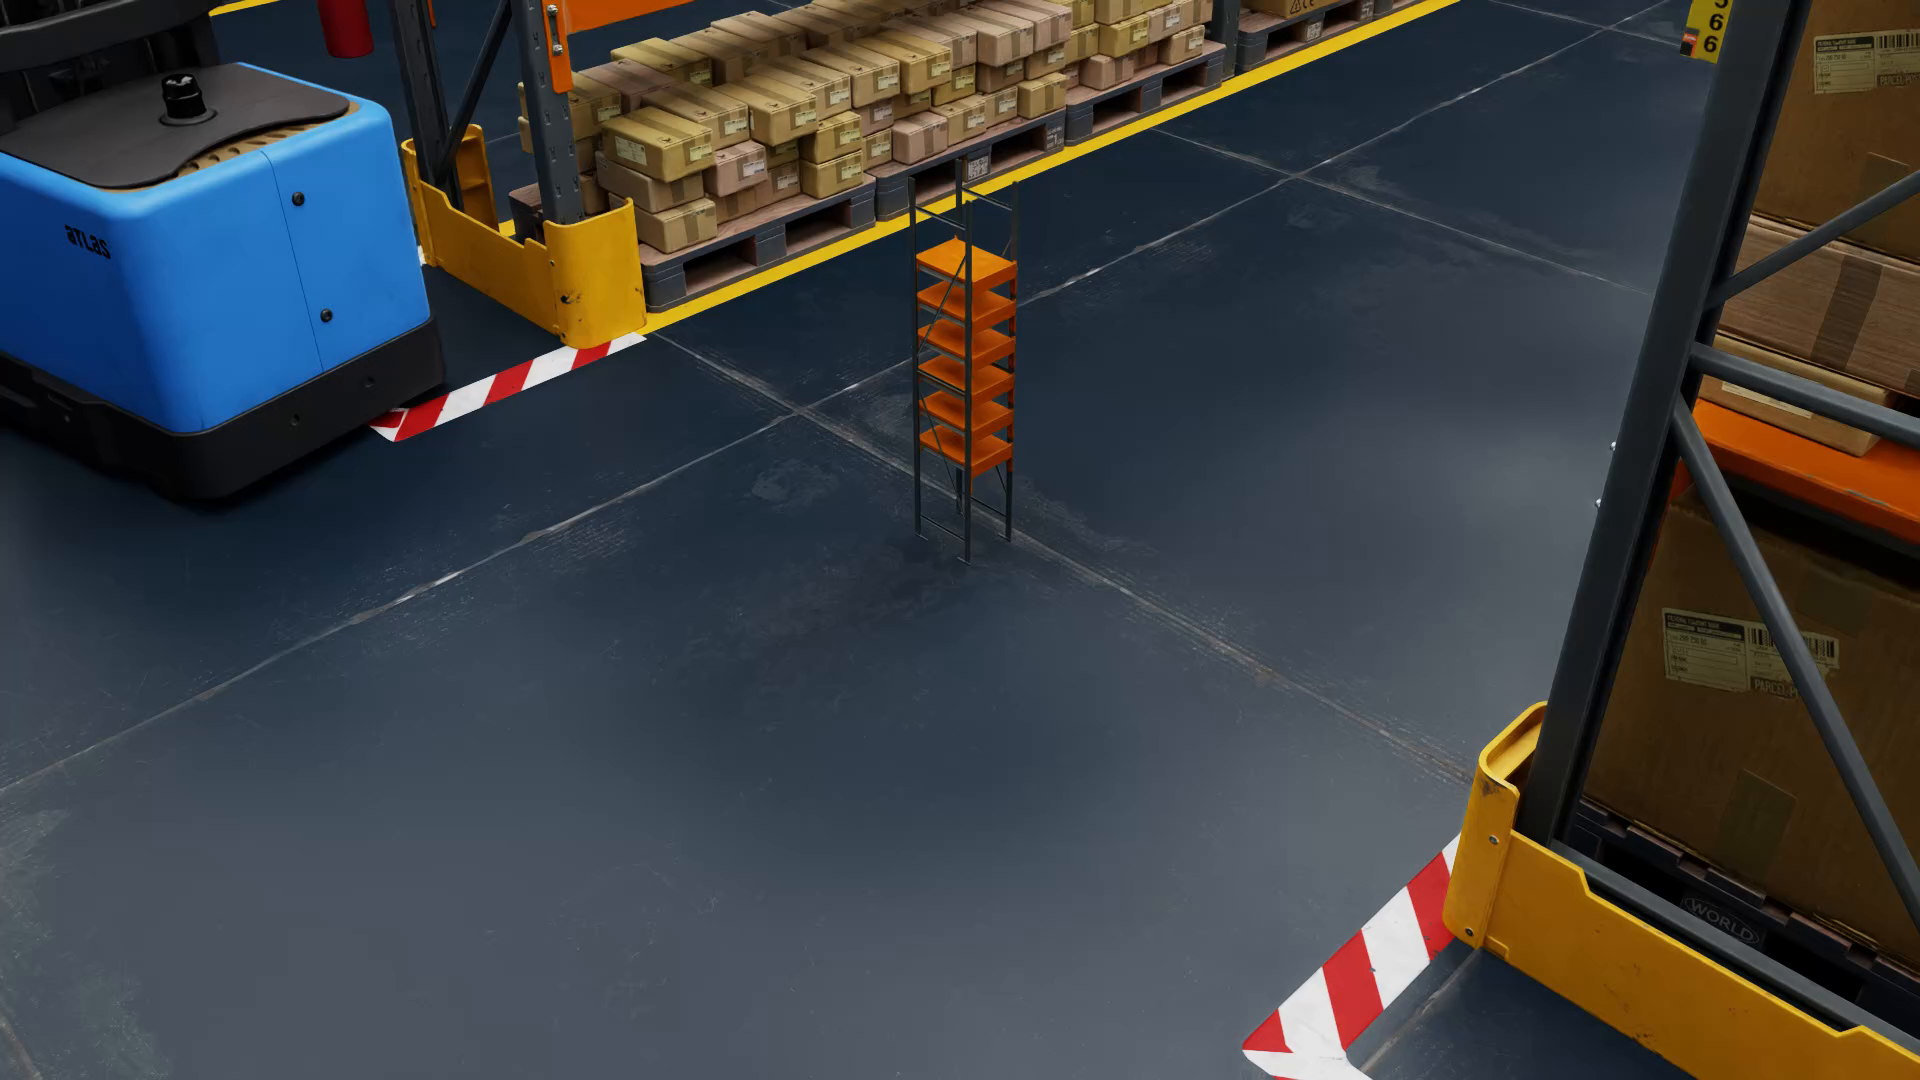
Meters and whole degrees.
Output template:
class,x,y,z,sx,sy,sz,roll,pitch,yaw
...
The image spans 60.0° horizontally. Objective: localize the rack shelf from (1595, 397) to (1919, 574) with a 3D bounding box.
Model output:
class,x,y,z,sx,sy,sz,roll,pitch,yaw
rack shelf,3.081,-0.685,4.239,1.077,0.370,4.000,30,45,35

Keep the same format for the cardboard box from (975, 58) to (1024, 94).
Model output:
class,x,y,z,sx,sy,sz,roll,pitch,yaw
cardboard box,0.072,-2.196,7.642,0.380,0.149,0.250,27,43,33

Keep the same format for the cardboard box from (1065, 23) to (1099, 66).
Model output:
class,x,y,z,sx,sy,sz,roll,pitch,yaw
cardboard box,0.441,-2.408,7.946,0.250,0.149,0.380,-29,44,-35

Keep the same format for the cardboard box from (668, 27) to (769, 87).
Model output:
class,x,y,z,sx,sy,sz,roll,pitch,yaw
cardboard box,-1.046,-2.087,7.226,0.380,0.149,0.250,28,43,34

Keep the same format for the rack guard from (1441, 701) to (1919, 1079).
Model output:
class,x,y,z,sx,sy,sz,roll,pitch,yaw
rack guard,1.655,0.867,3.570,1.175,0.500,0.348,30,45,35

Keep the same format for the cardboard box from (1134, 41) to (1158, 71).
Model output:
class,x,y,z,sx,sy,sz,roll,pitch,yaw
cardboard box,0.764,-2.467,8.290,0.250,0.149,0.380,-29,44,-34

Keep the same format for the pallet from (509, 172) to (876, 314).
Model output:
class,x,y,z,sx,sy,sz,roll,pitch,yaw
pallet,-1.126,-1.411,7.089,1.003,0.211,1.213,30,45,35

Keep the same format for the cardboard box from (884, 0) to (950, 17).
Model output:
class,x,y,z,sx,sy,sz,roll,pitch,yaw
cardboard box,-0.266,-2.483,7.793,0.380,0.149,0.250,28,43,34

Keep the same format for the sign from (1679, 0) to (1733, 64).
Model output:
class,x,y,z,sx,sy,sz,roll,pitch,yaw
sign,1.296,-0.965,2.792,0.100,0.325,0.005,30,45,35

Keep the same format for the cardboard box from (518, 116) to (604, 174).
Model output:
class,x,y,z,sx,sy,sz,roll,pitch,yaw
cardboard box,-1.608,-1.663,6.877,0.380,0.149,0.250,28,44,34

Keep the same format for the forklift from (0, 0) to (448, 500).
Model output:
class,x,y,z,sx,sy,sz,roll,pitch,yaw
forklift,-3.347,-1.982,5.530,3.031,2.935,1.130,21,40,27

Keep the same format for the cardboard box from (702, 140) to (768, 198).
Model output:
class,x,y,z,sx,sy,sz,roll,pitch,yaw
cardboard box,-0.993,-1.531,6.688,0.380,0.149,0.250,29,44,35

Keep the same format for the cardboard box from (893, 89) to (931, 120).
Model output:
class,x,y,z,sx,sy,sz,roll,pitch,yaw
cardboard box,-0.344,-1.999,7.360,0.250,0.149,0.380,-27,43,-33

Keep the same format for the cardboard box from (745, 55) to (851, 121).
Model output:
class,x,y,z,sx,sy,sz,roll,pitch,yaw
cardboard box,-0.673,-1.876,6.923,0.380,0.149,0.250,27,43,33

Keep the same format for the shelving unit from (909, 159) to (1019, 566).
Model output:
class,x,y,z,sx,sy,sz,roll,pitch,yaw
shelving unit,0.010,-0.498,4.915,0.258,1.200,0.189,30,45,35

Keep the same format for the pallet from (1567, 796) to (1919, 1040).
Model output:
class,x,y,z,sx,sy,sz,roll,pitch,yaw
pallet,2.179,0.619,4.178,1.003,0.211,1.213,30,45,35

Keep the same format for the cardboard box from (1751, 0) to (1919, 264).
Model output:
class,x,y,z,sx,sy,sz,roll,pitch,yaw
cardboard box,1.828,-0.840,3.048,0.500,0.500,0.500,-29,44,-35

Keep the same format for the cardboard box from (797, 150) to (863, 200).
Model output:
class,x,y,z,sx,sy,sz,roll,pitch,yaw
cardboard box,-0.626,-1.597,7.043,0.250,0.149,0.380,-29,44,-35

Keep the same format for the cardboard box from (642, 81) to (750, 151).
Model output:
class,x,y,z,sx,sy,sz,roll,pitch,yaw
cardboard box,-1.058,-1.692,6.658,0.250,0.149,0.380,-29,44,-35

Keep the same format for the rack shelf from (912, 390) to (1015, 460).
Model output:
class,x,y,z,sx,sy,sz,roll,pitch,yaw
rack shelf,0.010,-0.363,5.009,0.258,0.103,0.180,30,45,35

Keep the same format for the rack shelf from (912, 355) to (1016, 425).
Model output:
class,x,y,z,sx,sy,sz,roll,pitch,yaw
rack shelf,0.010,-0.462,4.941,0.258,0.103,0.180,30,45,35

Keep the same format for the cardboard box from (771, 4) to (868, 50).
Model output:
class,x,y,z,sx,sy,sz,roll,pitch,yaw
cardboard box,-0.632,-2.281,7.503,0.380,0.149,0.250,28,44,34

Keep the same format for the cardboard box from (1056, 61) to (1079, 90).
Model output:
class,x,y,z,sx,sy,sz,roll,pitch,yaw
cardboard box,0.352,-2.276,8.016,0.380,0.149,0.250,28,44,34

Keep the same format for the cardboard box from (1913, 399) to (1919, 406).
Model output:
class,x,y,z,sx,sy,sz,roll,pitch,yaw
cardboard box,1.871,-0.449,3.491,0.250,0.149,0.380,-29,44,-35

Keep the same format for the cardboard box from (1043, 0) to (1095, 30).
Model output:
class,x,y,z,sx,sy,sz,roll,pitch,yaw
cardboard box,0.415,-2.532,7.864,0.250,0.149,0.380,-28,44,-34

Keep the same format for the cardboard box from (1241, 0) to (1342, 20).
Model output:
class,x,y,z,sx,sy,sz,roll,pitch,yaw
cardboard box,1.750,-3.172,8.995,0.500,0.500,0.500,-28,44,-34

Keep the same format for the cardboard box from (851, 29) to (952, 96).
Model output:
class,x,y,z,sx,sy,sz,roll,pitch,yaw
cardboard box,-0.254,-2.073,7.206,0.250,0.149,0.380,-29,44,-35

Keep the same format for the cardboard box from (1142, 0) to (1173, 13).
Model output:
class,x,y,z,sx,sy,sz,roll,pitch,yaw
cardboard box,0.823,-2.710,8.119,0.250,0.149,0.380,-29,44,-35

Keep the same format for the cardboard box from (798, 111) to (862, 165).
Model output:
class,x,y,z,sx,sy,sz,roll,pitch,yaw
cardboard box,-0.625,-1.726,6.968,0.250,0.149,0.380,-28,44,-34

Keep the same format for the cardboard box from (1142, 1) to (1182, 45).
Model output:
class,x,y,z,sx,sy,sz,roll,pitch,yaw
cardboard box,0.863,-2.586,8.201,0.380,0.149,0.250,27,43,33

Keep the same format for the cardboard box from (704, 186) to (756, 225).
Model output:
class,x,y,z,sx,sy,sz,roll,pitch,yaw
cardboard box,-1.054,-1.434,6.810,0.380,0.149,0.250,29,44,35

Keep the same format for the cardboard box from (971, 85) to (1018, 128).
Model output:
class,x,y,z,sx,sy,sz,roll,pitch,yaw
cardboard box,0.046,-2.040,7.678,0.250,0.149,0.380,-29,44,-35

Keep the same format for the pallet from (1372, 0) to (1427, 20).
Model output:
class,x,y,z,sx,sy,sz,roll,pitch,yaw
pallet,2.448,-3.503,10.088,1.003,0.211,1.213,30,45,35

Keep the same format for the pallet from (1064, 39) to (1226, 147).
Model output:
class,x,y,z,sx,sy,sz,roll,pitch,yaw
pallet,0.593,-2.402,8.509,1.003,0.211,1.213,30,45,35

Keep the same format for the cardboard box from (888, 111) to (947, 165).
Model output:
class,x,y,z,sx,sy,sz,roll,pitch,yaw
cardboard box,-0.277,-1.806,7.342,0.380,0.149,0.250,27,43,33

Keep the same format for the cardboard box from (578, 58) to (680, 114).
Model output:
class,x,y,z,sx,sy,sz,roll,pitch,yaw
cardboard box,-1.366,-1.851,6.887,0.250,0.149,0.380,-29,44,-35

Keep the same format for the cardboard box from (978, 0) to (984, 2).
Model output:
class,x,y,z,sx,sy,sz,roll,pitch,yaw
cardboard box,0.105,-2.697,8.100,0.380,0.149,0.250,28,44,34

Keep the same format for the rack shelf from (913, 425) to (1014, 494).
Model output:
class,x,y,z,sx,sy,sz,roll,pitch,yaw
rack shelf,0.010,-0.265,5.078,0.258,0.103,0.180,30,45,35

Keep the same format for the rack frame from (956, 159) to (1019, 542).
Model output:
class,x,y,z,sx,sy,sz,roll,pitch,yaw
rack frame,0.075,-0.535,4.968,0.240,1.200,0.006,30,45,35

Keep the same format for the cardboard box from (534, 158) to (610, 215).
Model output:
class,x,y,z,sx,sy,sz,roll,pitch,yaw
cardboard box,-1.554,-1.509,6.917,0.250,0.149,0.380,-29,44,-35

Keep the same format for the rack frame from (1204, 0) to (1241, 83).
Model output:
class,x,y,z,sx,sy,sz,roll,pitch,yaw
rack frame,1.041,-3.832,8.123,1.000,3.000,0.127,30,45,35

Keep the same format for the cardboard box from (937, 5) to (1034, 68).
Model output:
class,x,y,z,sx,sy,sz,roll,pitch,yaw
cardboard box,0.108,-2.271,7.489,0.380,0.149,0.250,28,44,34
